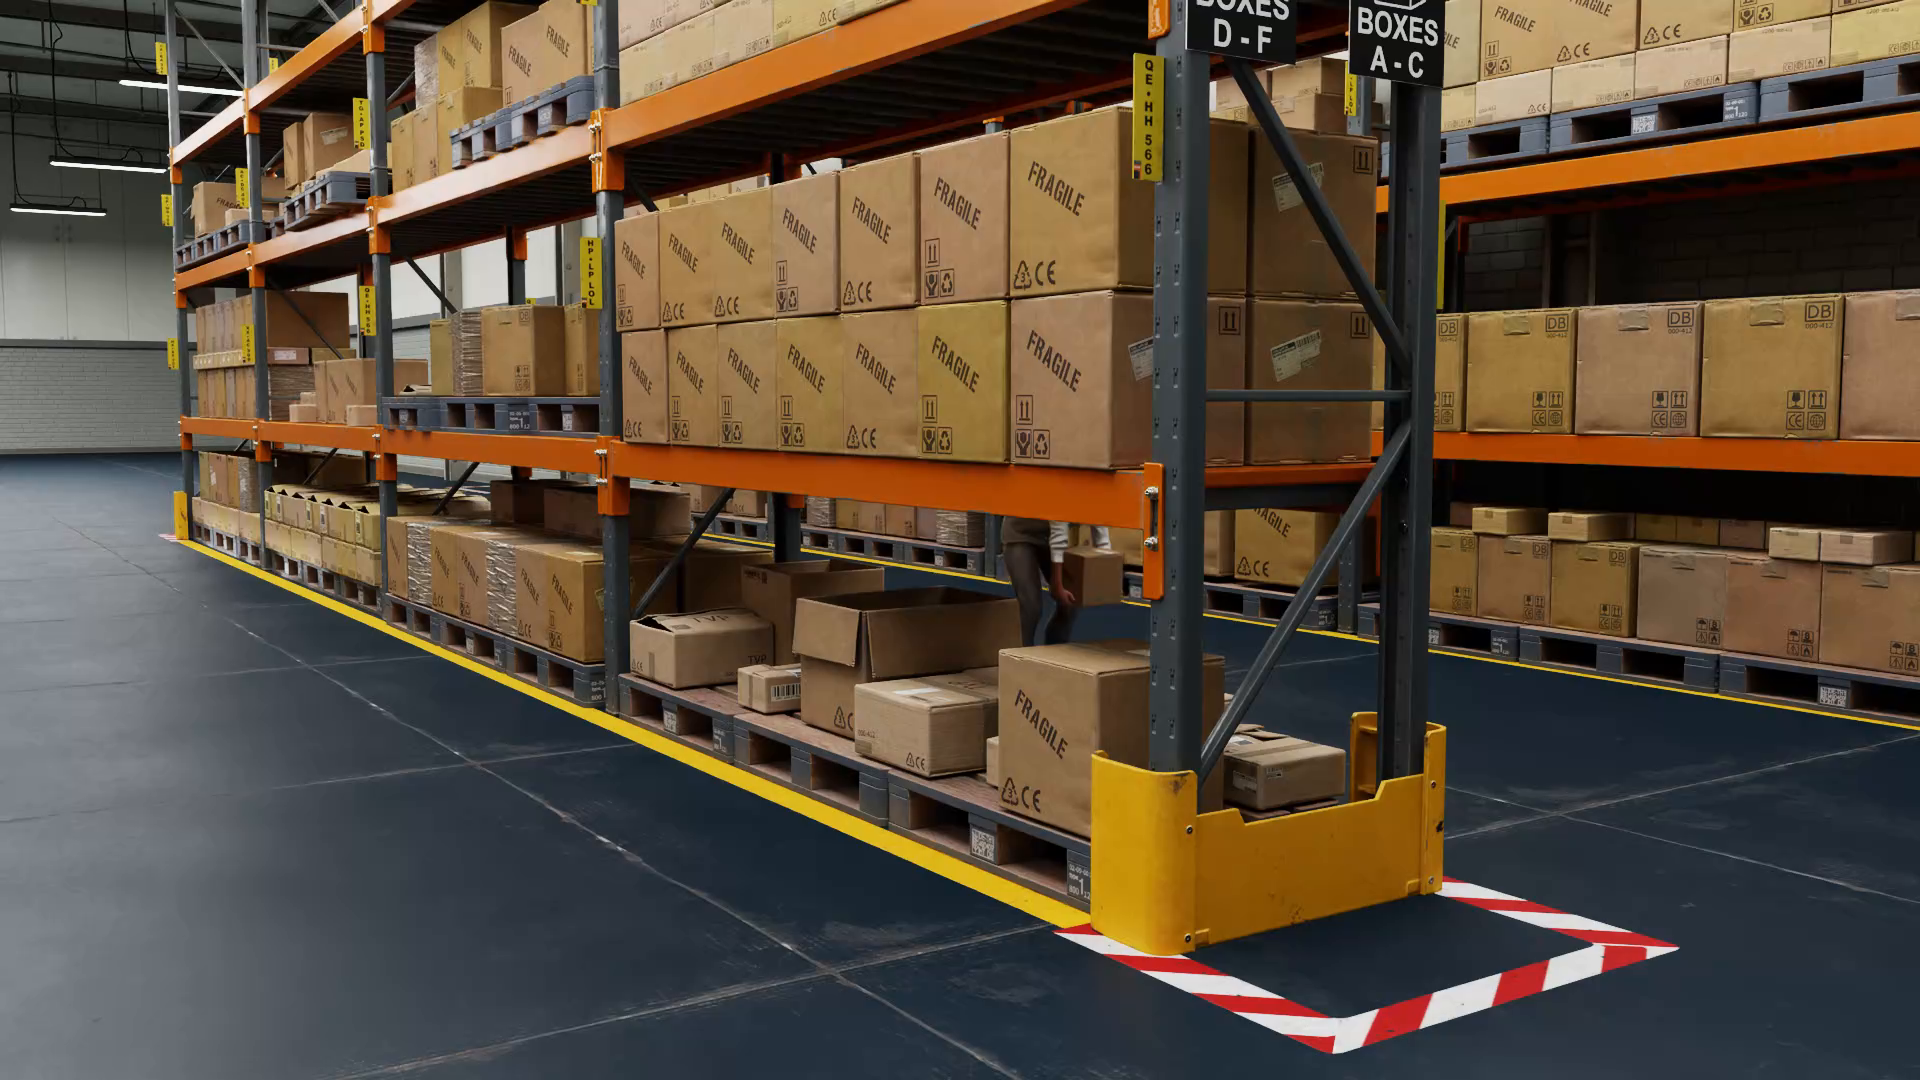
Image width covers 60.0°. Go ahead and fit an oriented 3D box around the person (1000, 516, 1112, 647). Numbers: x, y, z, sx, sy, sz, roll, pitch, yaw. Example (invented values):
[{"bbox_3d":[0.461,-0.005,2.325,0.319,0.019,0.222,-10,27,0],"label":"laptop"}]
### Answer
[{"bbox_3d":[0.511,0.164,8.240,0.385,1.285,0.780,-3,6,-35],"label":"person"}]
